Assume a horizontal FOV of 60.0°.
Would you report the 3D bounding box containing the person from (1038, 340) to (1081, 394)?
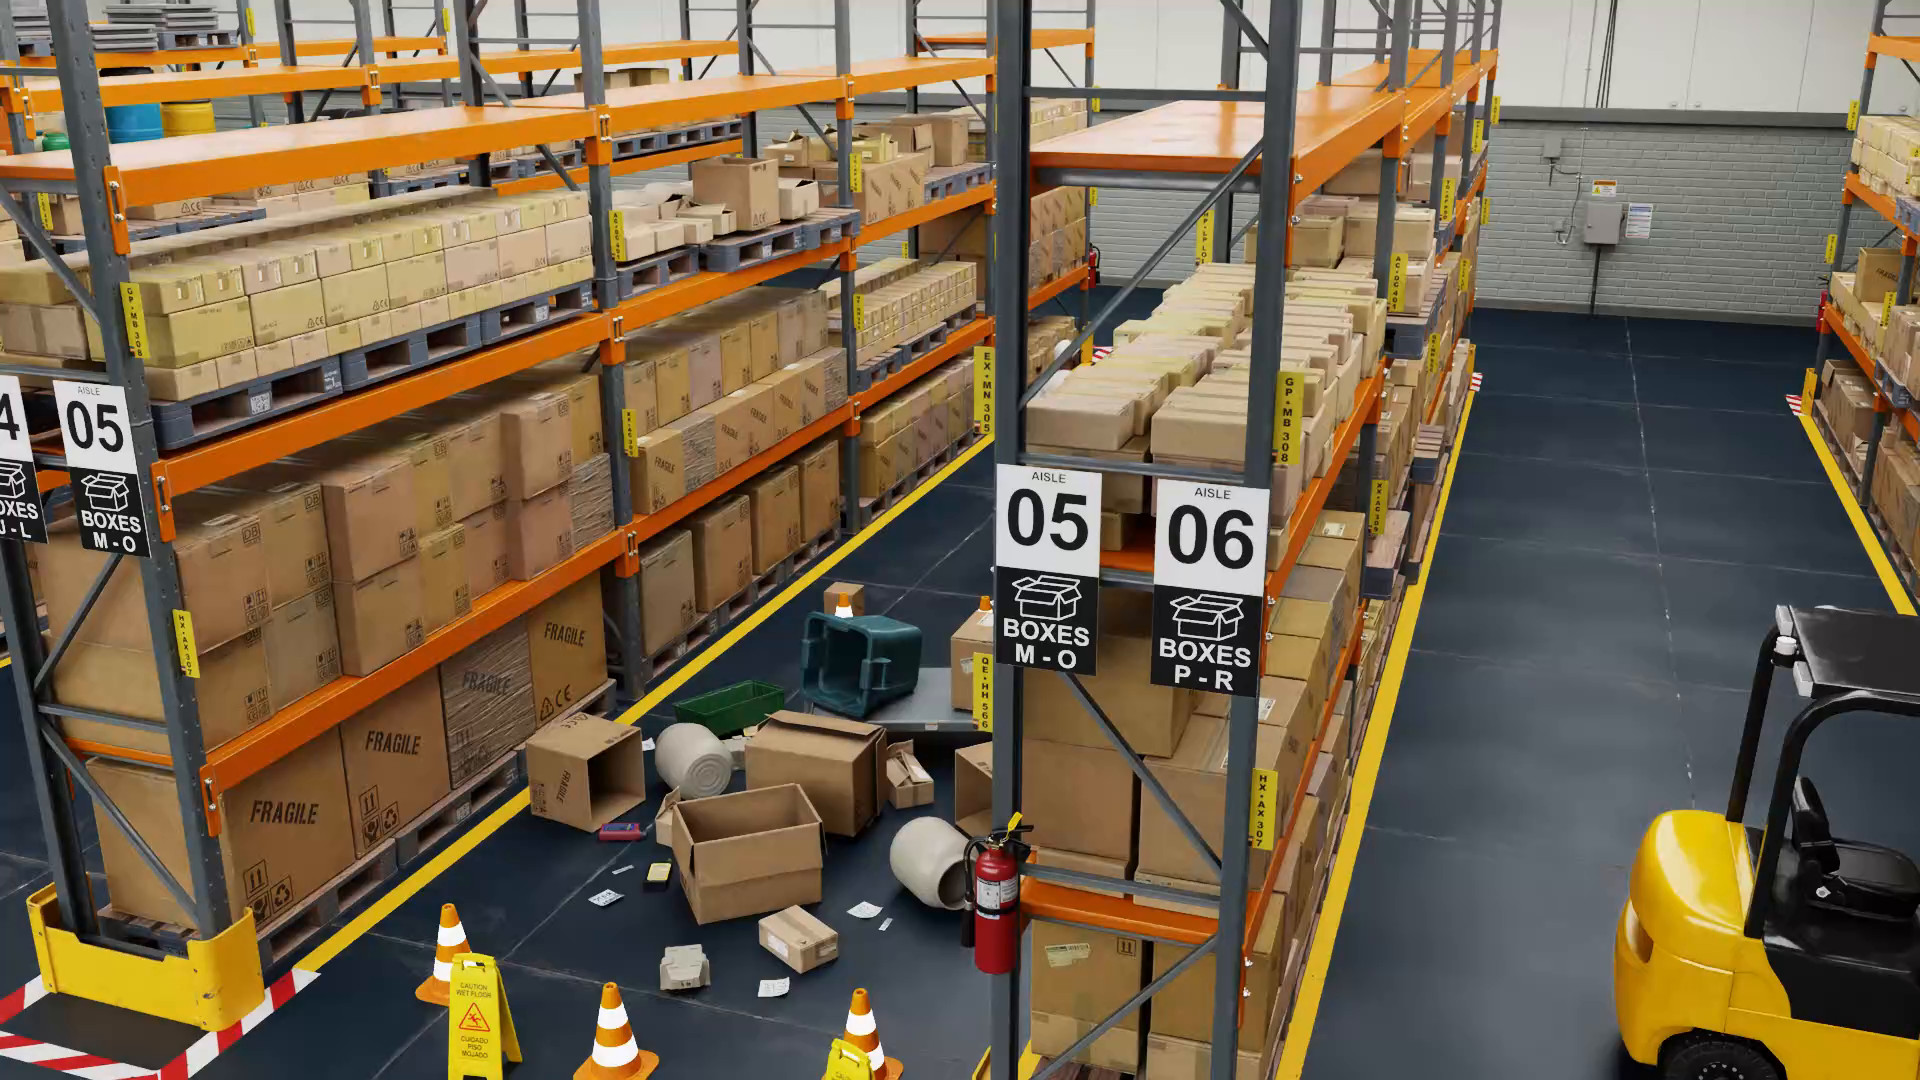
[{"bbox_3d":[1.002,-0.987,15.401,0.566,1.771,0.470,9,20,25],"label":"person"}]
